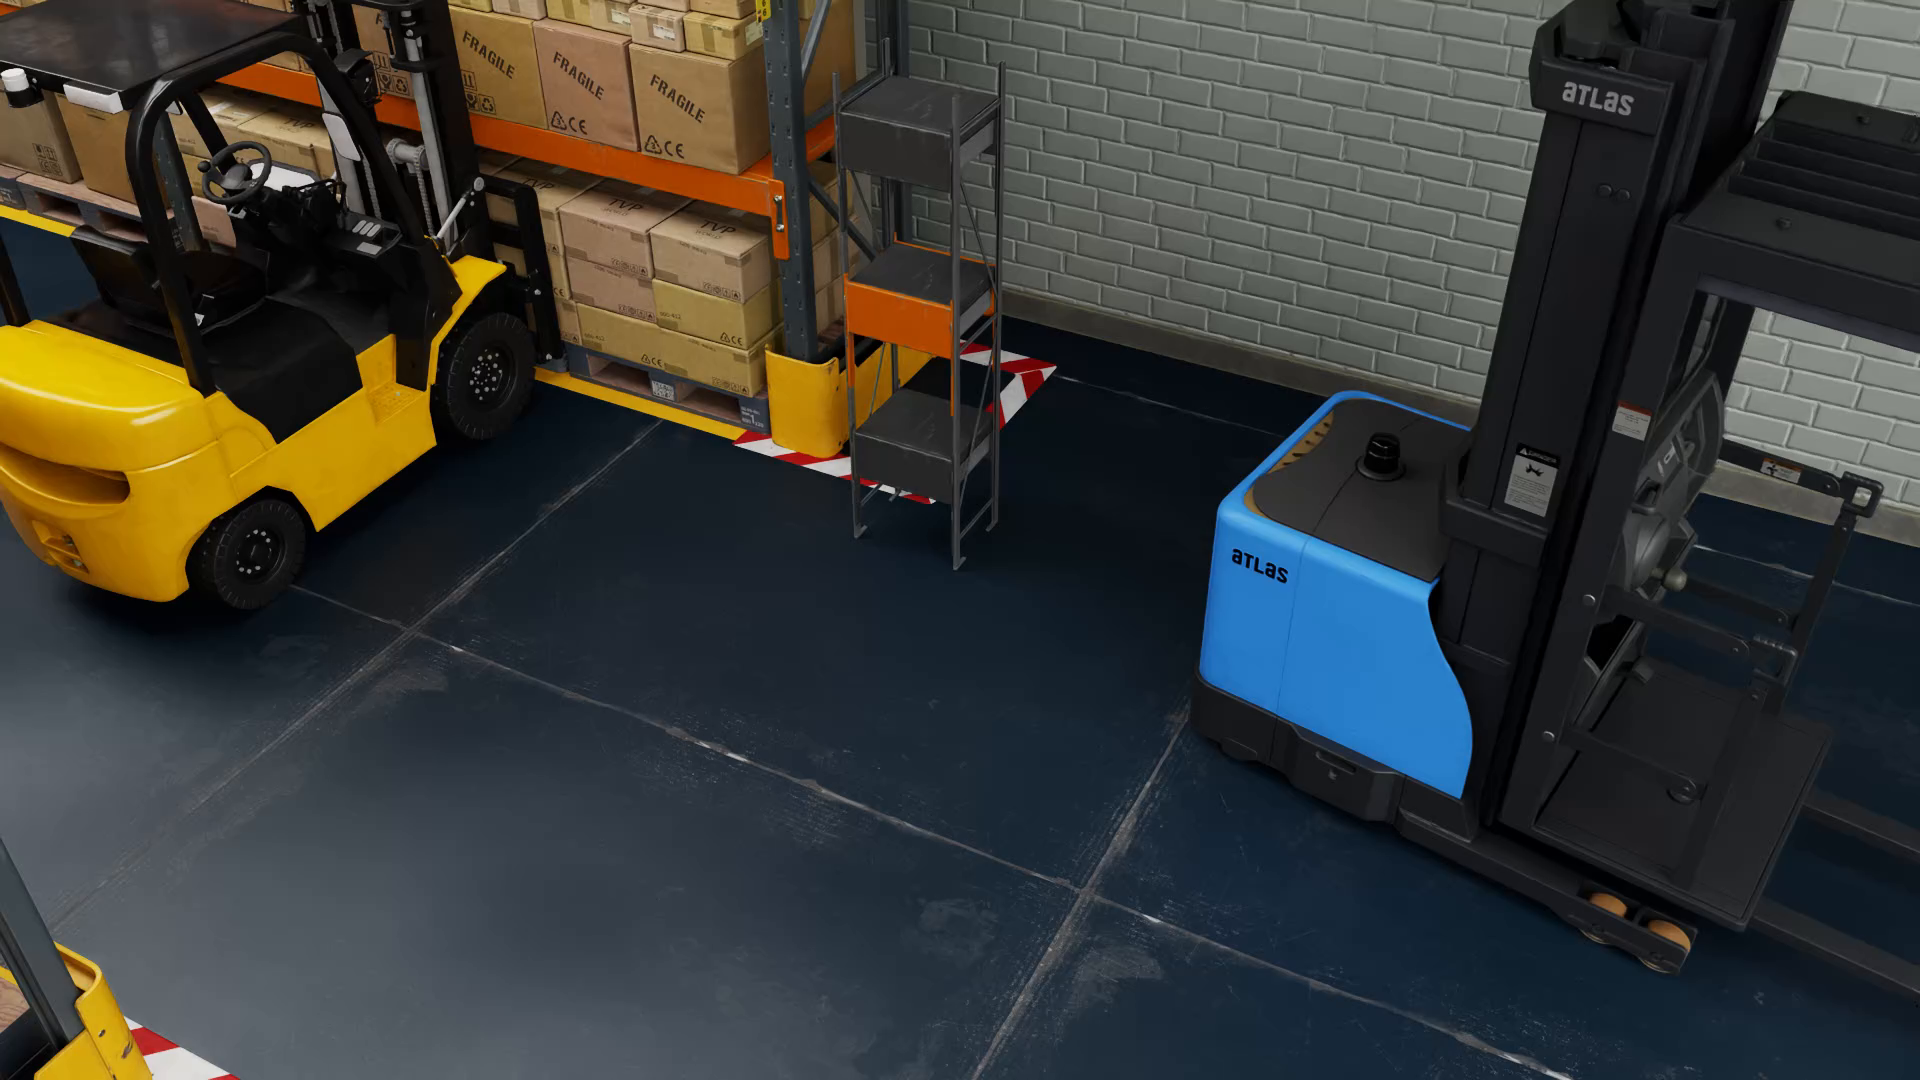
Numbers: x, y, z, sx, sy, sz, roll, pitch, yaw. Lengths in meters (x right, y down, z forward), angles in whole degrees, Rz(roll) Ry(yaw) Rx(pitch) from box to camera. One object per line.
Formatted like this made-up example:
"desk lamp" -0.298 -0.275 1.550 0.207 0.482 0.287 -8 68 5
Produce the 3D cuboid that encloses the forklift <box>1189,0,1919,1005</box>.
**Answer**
"forklift" 2.348 -0.133 5.001 3.031 2.935 1.130 24 43 28

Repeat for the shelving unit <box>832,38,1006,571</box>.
"shelving unit" -0.147 -0.882 6.676 0.503 2.100 0.431 17 41 21

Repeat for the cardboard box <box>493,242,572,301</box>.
"cardboard box" -1.999 -1.446 8.187 0.500 0.250 0.500 16 40 20

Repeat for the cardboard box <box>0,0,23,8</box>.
"cardboard box" -5.083 -3.119 9.002 0.500 0.250 0.500 17 40 21

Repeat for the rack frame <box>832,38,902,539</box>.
"rack frame" -0.364 -0.950 6.765 0.015 2.100 0.400 17 41 21

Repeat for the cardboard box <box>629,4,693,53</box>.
"cardboard box" -1.191 -2.229 7.086 0.250 0.149 0.380 18 41 22

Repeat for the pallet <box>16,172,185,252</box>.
"pallet" -4.738 -2.115 9.862 1.213 0.211 1.003 17 41 21

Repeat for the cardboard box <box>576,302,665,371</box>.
"cardboard box" -1.514 -1.106 8.153 0.500 0.250 0.500 17 41 21

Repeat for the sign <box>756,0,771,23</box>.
"sign" -0.776 -2.198 6.511 0.005 0.325 0.100 17 41 21

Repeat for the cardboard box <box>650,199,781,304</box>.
"cardboard box" -1.066 -1.361 7.661 0.500 0.250 0.500 19 41 23

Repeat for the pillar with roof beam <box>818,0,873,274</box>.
"pillar with roof beam" -2.698 -2.685 3.345 0.400 9.000 9.100 17 41 21

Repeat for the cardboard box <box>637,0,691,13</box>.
"cardboard box" -1.162 -2.385 7.045 0.250 0.149 0.380 17 41 22

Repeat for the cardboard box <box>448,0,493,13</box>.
"cardboard box" -2.101 -2.517 7.466 0.250 0.149 0.380 18 41 22

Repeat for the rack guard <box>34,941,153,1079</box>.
"rack guard" -2.861 1.711 4.583 0.348 0.500 1.175 17 41 21

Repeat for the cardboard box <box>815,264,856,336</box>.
"cardboard box" -0.860 -1.243 8.334 0.500 0.250 0.500 18 41 22

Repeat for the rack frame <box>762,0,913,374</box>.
"rack frame" -0.514 -1.930 7.311 0.127 3.000 1.000 17 41 21

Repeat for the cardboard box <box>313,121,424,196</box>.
"cardboard box" -2.884 -1.929 8.411 0.500 0.250 0.500 19 41 23

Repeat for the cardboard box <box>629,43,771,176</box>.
"cardboard box" -1.072 -1.965 7.276 0.500 0.500 0.500 16 40 21

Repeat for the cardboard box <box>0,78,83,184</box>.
"cardboard box" -5.220 -2.622 9.840 0.625 0.625 0.875 17 40 21

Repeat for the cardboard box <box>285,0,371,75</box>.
"cardboard box" -2.872 -2.542 8.035 0.500 0.500 0.500 17 40 21

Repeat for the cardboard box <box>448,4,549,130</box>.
"cardboard box" -1.983 -2.257 7.660 0.500 0.500 0.500 17 40 21

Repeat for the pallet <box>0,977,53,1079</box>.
"pallet" -3.566 1.581 4.993 1.213 0.211 1.003 17 41 21

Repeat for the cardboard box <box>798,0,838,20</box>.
"cardboard box" -0.696 -2.461 7.393 0.250 0.149 0.380 16 40 20

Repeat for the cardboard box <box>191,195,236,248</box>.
"cardboard box" -3.789 -1.802 9.069 0.500 0.250 0.500 18 41 22

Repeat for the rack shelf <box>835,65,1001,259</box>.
"rack shelf" -0.147 -1.429 6.261 0.480 0.518 0.431 17 41 21

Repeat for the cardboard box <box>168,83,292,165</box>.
"cardboard box" -3.781 -2.209 8.779 0.500 0.250 0.500 17 40 21

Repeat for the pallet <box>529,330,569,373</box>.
"pallet" -2.292 -1.349 8.853 1.213 0.211 1.003 17 41 21

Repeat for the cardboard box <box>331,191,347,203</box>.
"cardboard box" -2.889 -1.728 8.559 0.500 0.250 0.500 17 40 21

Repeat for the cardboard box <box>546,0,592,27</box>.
"cardboard box" -1.609 -2.409 7.323 0.250 0.149 0.380 17 40 21

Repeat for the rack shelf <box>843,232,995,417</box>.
"rack shelf" -0.147 -0.871 6.684 0.480 0.518 0.431 17 41 21

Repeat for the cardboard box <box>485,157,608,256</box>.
"cardboard box" -1.975 -1.634 8.022 0.500 0.250 0.500 18 41 22

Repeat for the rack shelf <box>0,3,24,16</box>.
"rack shelf" -5.842 -3.311 9.727 4.000 0.370 1.077 17 41 21

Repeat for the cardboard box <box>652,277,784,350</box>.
"cardboard box" -1.090 -1.168 7.822 0.500 0.250 0.500 17 40 21
